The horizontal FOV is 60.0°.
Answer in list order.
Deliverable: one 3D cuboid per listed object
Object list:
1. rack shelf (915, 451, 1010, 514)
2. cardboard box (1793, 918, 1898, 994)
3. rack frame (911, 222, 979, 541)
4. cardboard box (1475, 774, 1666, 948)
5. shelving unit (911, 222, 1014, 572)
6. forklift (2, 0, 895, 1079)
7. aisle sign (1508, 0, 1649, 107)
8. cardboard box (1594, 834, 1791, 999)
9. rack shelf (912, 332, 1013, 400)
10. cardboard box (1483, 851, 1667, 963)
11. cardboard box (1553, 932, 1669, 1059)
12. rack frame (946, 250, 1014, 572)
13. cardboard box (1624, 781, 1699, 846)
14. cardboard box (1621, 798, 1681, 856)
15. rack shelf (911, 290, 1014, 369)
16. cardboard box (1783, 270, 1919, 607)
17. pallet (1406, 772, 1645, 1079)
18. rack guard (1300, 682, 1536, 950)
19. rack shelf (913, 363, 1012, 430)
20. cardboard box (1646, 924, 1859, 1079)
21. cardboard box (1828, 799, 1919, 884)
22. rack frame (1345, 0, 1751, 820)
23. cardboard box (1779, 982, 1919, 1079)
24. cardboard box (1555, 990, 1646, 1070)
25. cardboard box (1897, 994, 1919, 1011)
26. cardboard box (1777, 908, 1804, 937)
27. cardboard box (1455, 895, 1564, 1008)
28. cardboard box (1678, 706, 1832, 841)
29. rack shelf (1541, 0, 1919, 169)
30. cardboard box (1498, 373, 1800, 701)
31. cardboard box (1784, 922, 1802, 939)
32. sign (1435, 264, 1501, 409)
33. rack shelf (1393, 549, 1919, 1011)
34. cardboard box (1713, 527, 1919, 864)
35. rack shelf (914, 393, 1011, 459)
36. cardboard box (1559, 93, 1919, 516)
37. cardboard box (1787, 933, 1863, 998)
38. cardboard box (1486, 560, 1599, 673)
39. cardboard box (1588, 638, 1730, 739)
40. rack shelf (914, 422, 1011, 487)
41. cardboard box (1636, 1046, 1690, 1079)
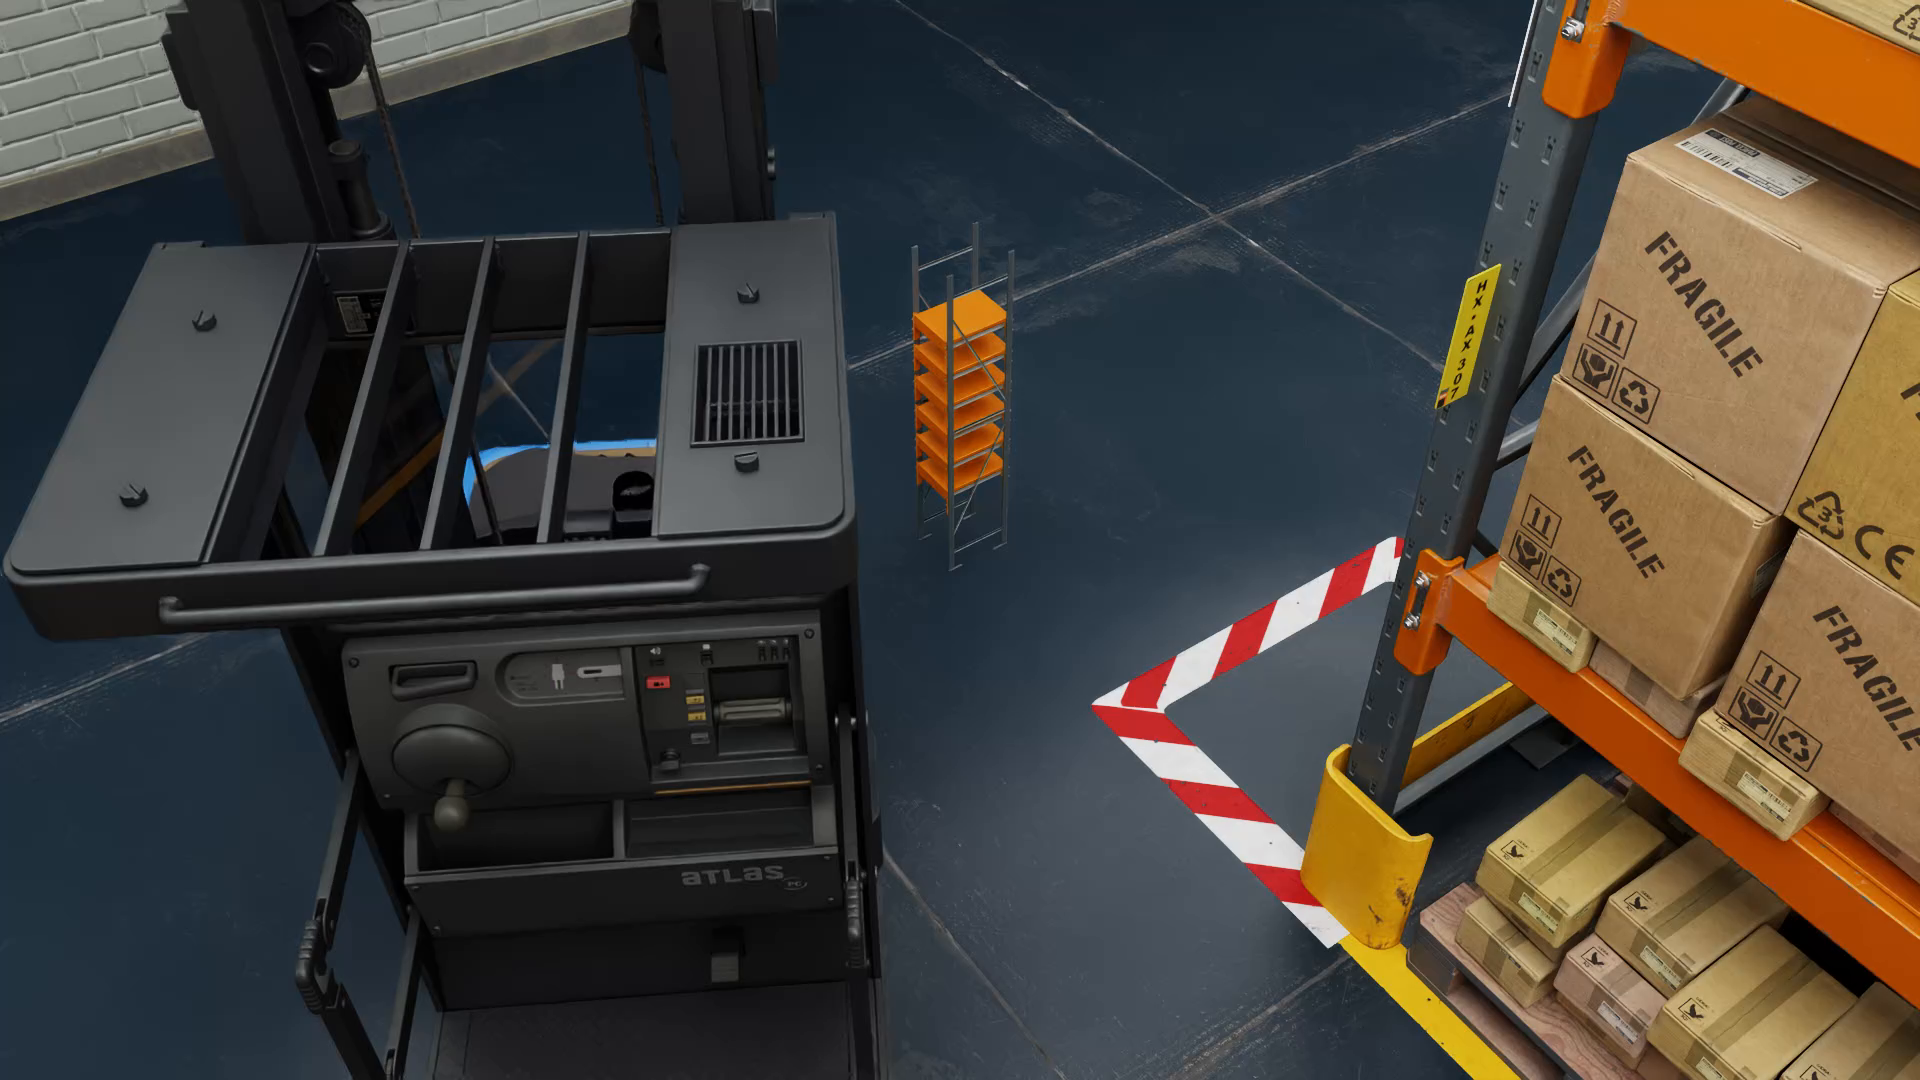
[{"bbox_3d":[0.008,-0.220,5.524,0.258,0.103,0.180,-26,49,-24],"label":"rack shelf"},{"bbox_3d":[2.313,0.940,4.138,0.380,0.149,0.250,-28,50,-26],"label":"cardboard box"},{"bbox_3d":[-0.044,-0.478,5.381,0.240,1.200,0.006,-26,49,-24],"label":"rack frame"},{"bbox_3d":[1.499,0.784,4.086,0.380,0.149,0.250,-28,50,-26],"label":"cardboard box"},{"bbox_3d":[0.008,-0.426,5.327,0.258,1.200,0.189,-26,49,-24],"label":"shelving unit"},{"bbox_3d":[-0.714,0.450,3.156,1.130,2.935,3.031,-3,44,-4],"label":"forklift"},{"bbox_3d":[1.190,-1.174,2.925,0.394,0.787,0.004,-26,49,-24],"label":"aisle sign"},{"bbox_3d":[1.755,0.892,3.973,0.380,0.149,0.250,-25,49,-24],"label":"cardboard box"},{"bbox_3d":[0.008,-0.567,5.192,0.258,0.103,0.180,-26,49,-24],"label":"rack shelf"},{"bbox_3d":[1.567,0.859,4.223,0.380,0.149,0.250,-24,49,-23],"label":"cardboard box"},{"bbox_3d":[1.677,1.036,4.038,0.380,0.149,0.250,-26,49,-25],"label":"cardboard box"},{"bbox_3d":[0.061,-0.374,5.273,0.240,1.200,0.006,-26,49,-24],"label":"rack frame"},{"bbox_3d":[2.014,0.647,4.445,0.380,0.149,0.250,-27,50,-25],"label":"cardboard box"},{"bbox_3d":[1.950,0.784,4.517,0.380,0.149,0.250,-25,49,-24],"label":"cardboard box"},{"bbox_3d":[0.008,-0.654,5.109,0.258,0.103,0.180,-26,49,-24],"label":"rack shelf"},{"bbox_3d":[1.811,-0.174,2.748,0.500,0.500,0.500,-24,49,-23],"label":"cardboard box"},{"bbox_3d":[1.957,1.215,4.325,1.003,0.211,1.213,-26,49,-24],"label":"pallet"},{"bbox_3d":[1.521,0.636,4.722,1.175,0.500,0.348,-26,49,-24],"label":"rack guard"},{"bbox_3d":[0.008,-0.480,5.275,0.258,0.103,0.180,-26,49,-24],"label":"rack shelf"},{"bbox_3d":[1.794,1.086,3.770,0.380,0.149,0.250,-26,49,-25],"label":"cardboard box"},{"bbox_3d":[1.945,0.487,3.250,0.380,0.149,0.250,-23,48,-23],"label":"cardboard box"},{"bbox_3d":[1.478,-0.311,3.904,1.000,3.000,0.127,-26,49,-24],"label":"rack frame"},{"bbox_3d":[2.004,1.193,3.657,0.380,0.149,0.250,-28,50,-26],"label":"cardboard box"},{"bbox_3d":[1.732,1.107,4.178,0.380,0.149,0.250,-26,49,-25],"label":"cardboard box"},{"bbox_3d":[2.382,1.133,3.936,0.380,0.149,0.250,-26,50,-25],"label":"cardboard box"},{"bbox_3d":[2.119,0.816,4.268,0.380,0.149,0.250,-27,50,-25],"label":"cardboard box"},{"bbox_3d":[1.515,0.991,4.300,0.380,0.149,0.250,-25,49,-24],"label":"cardboard box"},{"bbox_3d":[1.684,0.394,3.347,0.380,0.149,0.250,-27,50,-26],"label":"cardboard box"},{"bbox_3d":[2.622,-0.003,1.930,1.077,0.370,4.000,-26,49,-24],"label":"rack shelf"},{"bbox_3d":[1.508,-0.092,3.386,0.500,0.500,0.500,-23,48,-23],"label":"cardboard box"},{"bbox_3d":[2.180,0.889,4.407,0.380,0.149,0.250,-24,49,-23],"label":"cardboard box"},{"bbox_3d":[1.033,-0.410,3.380,0.100,0.325,0.005,-26,49,-24],"label":"sign"},{"bbox_3d":[2.622,1.082,2.966,1.077,0.370,4.000,-26,49,-24],"label":"rack shelf"},{"bbox_3d":[1.835,0.201,3.079,0.500,0.500,0.500,-26,49,-24],"label":"cardboard box"},{"bbox_3d":[0.008,-0.394,5.358,0.258,0.103,0.180,-26,49,-24],"label":"rack shelf"},{"bbox_3d":[1.517,-0.458,3.045,0.500,0.500,0.500,-26,49,-25],"label":"cardboard box"},{"bbox_3d":[2.261,1.073,4.214,0.380,0.149,0.250,-26,49,-25],"label":"cardboard box"},{"bbox_3d":[1.394,0.093,3.663,0.380,0.149,0.250,-26,49,-25],"label":"cardboard box"},{"bbox_3d":[1.574,0.220,3.529,0.380,0.149,0.250,-24,49,-23],"label":"cardboard box"},{"bbox_3d":[0.008,-0.307,5.441,0.258,0.103,0.180,-26,49,-24],"label":"rack shelf"},{"bbox_3d":[1.880,1.245,4.034,0.380,0.149,0.250,-25,49,-24],"label":"cardboard box"}]
